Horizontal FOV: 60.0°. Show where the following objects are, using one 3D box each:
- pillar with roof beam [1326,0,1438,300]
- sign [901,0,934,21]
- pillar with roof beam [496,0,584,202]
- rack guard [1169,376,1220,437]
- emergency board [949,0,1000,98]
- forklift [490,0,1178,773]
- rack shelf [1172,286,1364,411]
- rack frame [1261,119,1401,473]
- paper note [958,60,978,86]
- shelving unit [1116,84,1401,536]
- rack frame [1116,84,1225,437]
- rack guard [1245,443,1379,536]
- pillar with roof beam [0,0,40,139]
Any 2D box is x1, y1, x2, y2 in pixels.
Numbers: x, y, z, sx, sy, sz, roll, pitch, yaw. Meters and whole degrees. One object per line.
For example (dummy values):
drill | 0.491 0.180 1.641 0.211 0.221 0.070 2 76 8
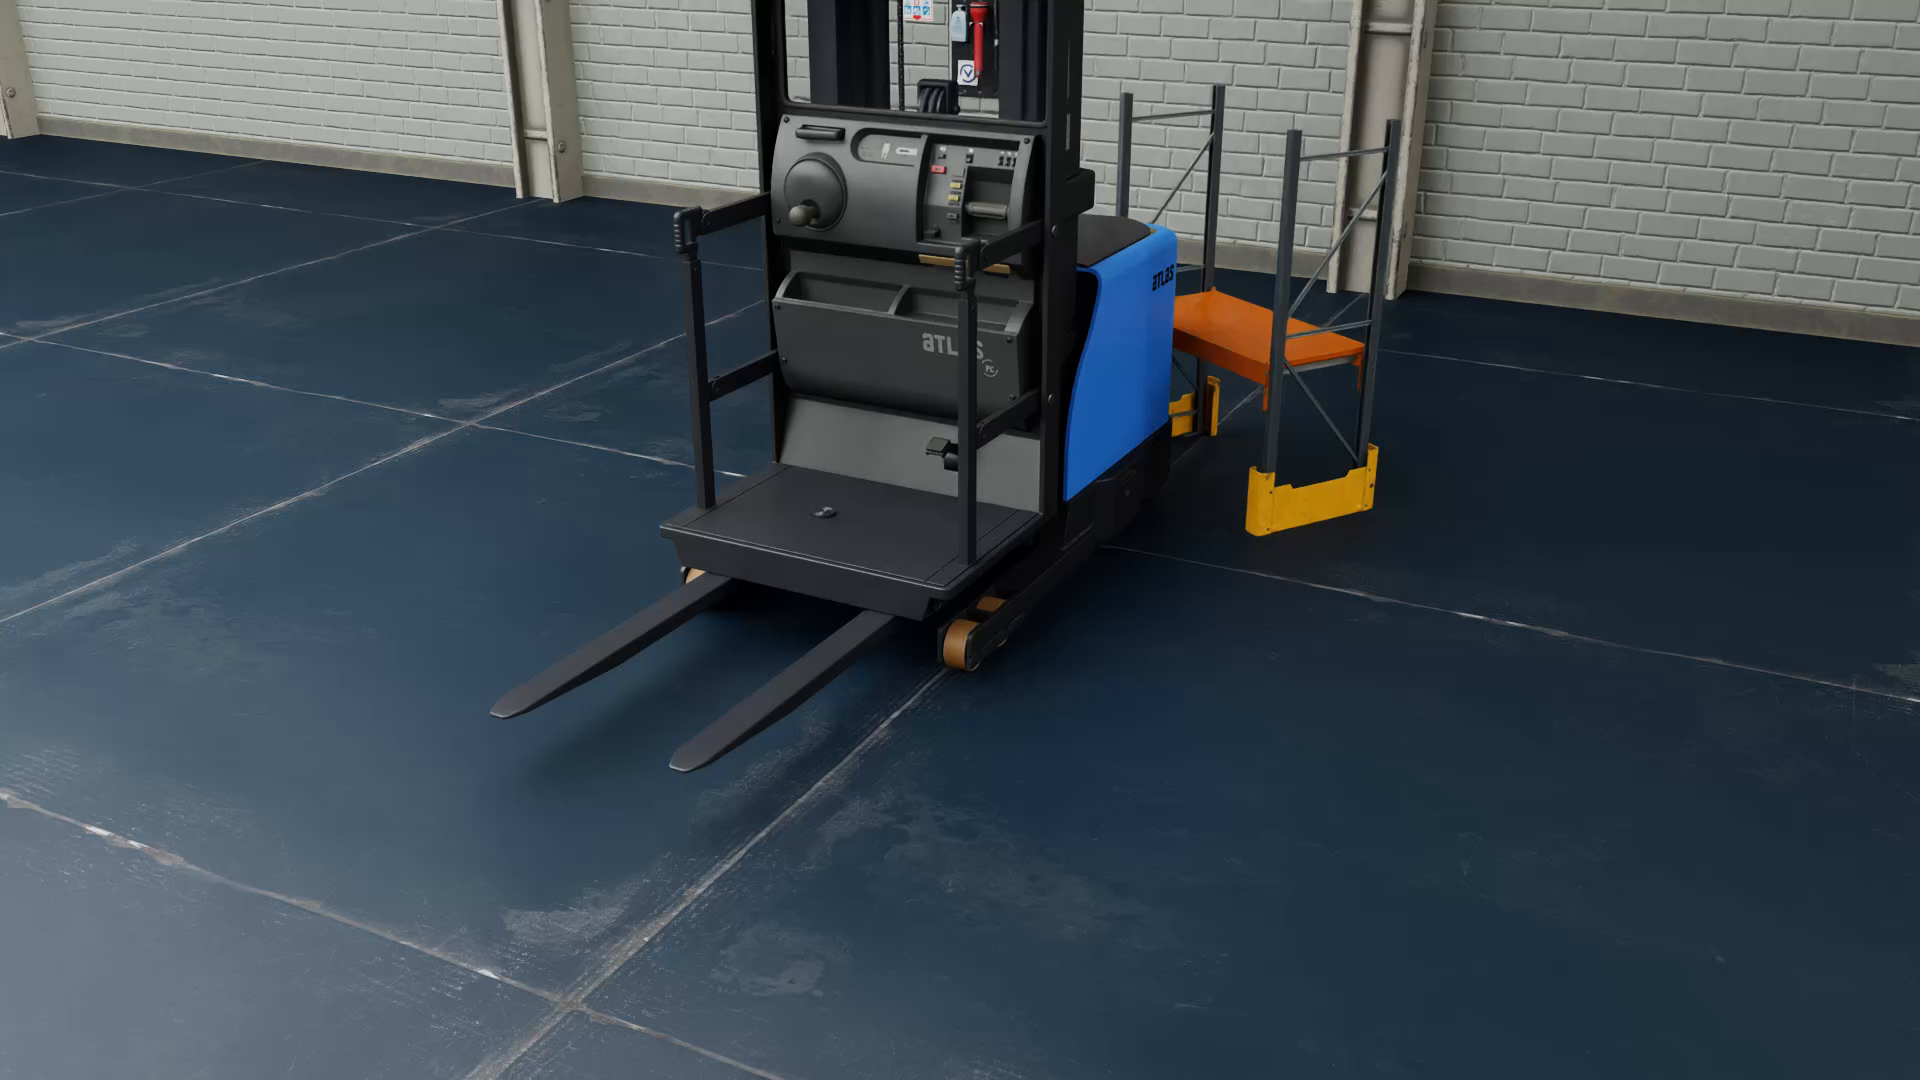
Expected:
pillar with roof beam | 0.423 -4.092 4.375 0.400 9.000 9.100 11 25 25
sign | -0.270 -3.435 10.449 0.234 0.329 0.001 11 25 25
pillar with roof beam | -4.932 -5.152 6.866 0.400 9.000 9.100 11 25 25
rack guard | 0.866 -0.538 7.195 0.587 0.250 0.087 -12 26 -27
emergency board | 0.177 -3.285 10.142 0.643 1.169 0.194 11 25 25
forklift | -0.293 -1.132 5.166 1.130 2.935 3.031 12 26 25
rack shelf | 1.107 -0.781 6.629 0.538 0.185 1.000 -12 26 -27
rack frame | 1.357 -0.773 6.152 0.500 1.500 0.032 -12 26 -27
paper note | 0.050 -2.935 10.444 0.142 0.148 0.016 11 25 25
shelving unit | 1.111 -0.943 6.552 0.587 1.500 1.083 -12 26 -27
rack frame | 0.857 -1.120 6.966 0.500 1.500 0.032 -12 26 -27
rack guard | 1.356 -0.199 6.397 0.587 0.250 0.087 -12 26 -27
pillar with roof beam | -10.286 -6.211 9.357 0.400 9.000 9.100 11 25 25
